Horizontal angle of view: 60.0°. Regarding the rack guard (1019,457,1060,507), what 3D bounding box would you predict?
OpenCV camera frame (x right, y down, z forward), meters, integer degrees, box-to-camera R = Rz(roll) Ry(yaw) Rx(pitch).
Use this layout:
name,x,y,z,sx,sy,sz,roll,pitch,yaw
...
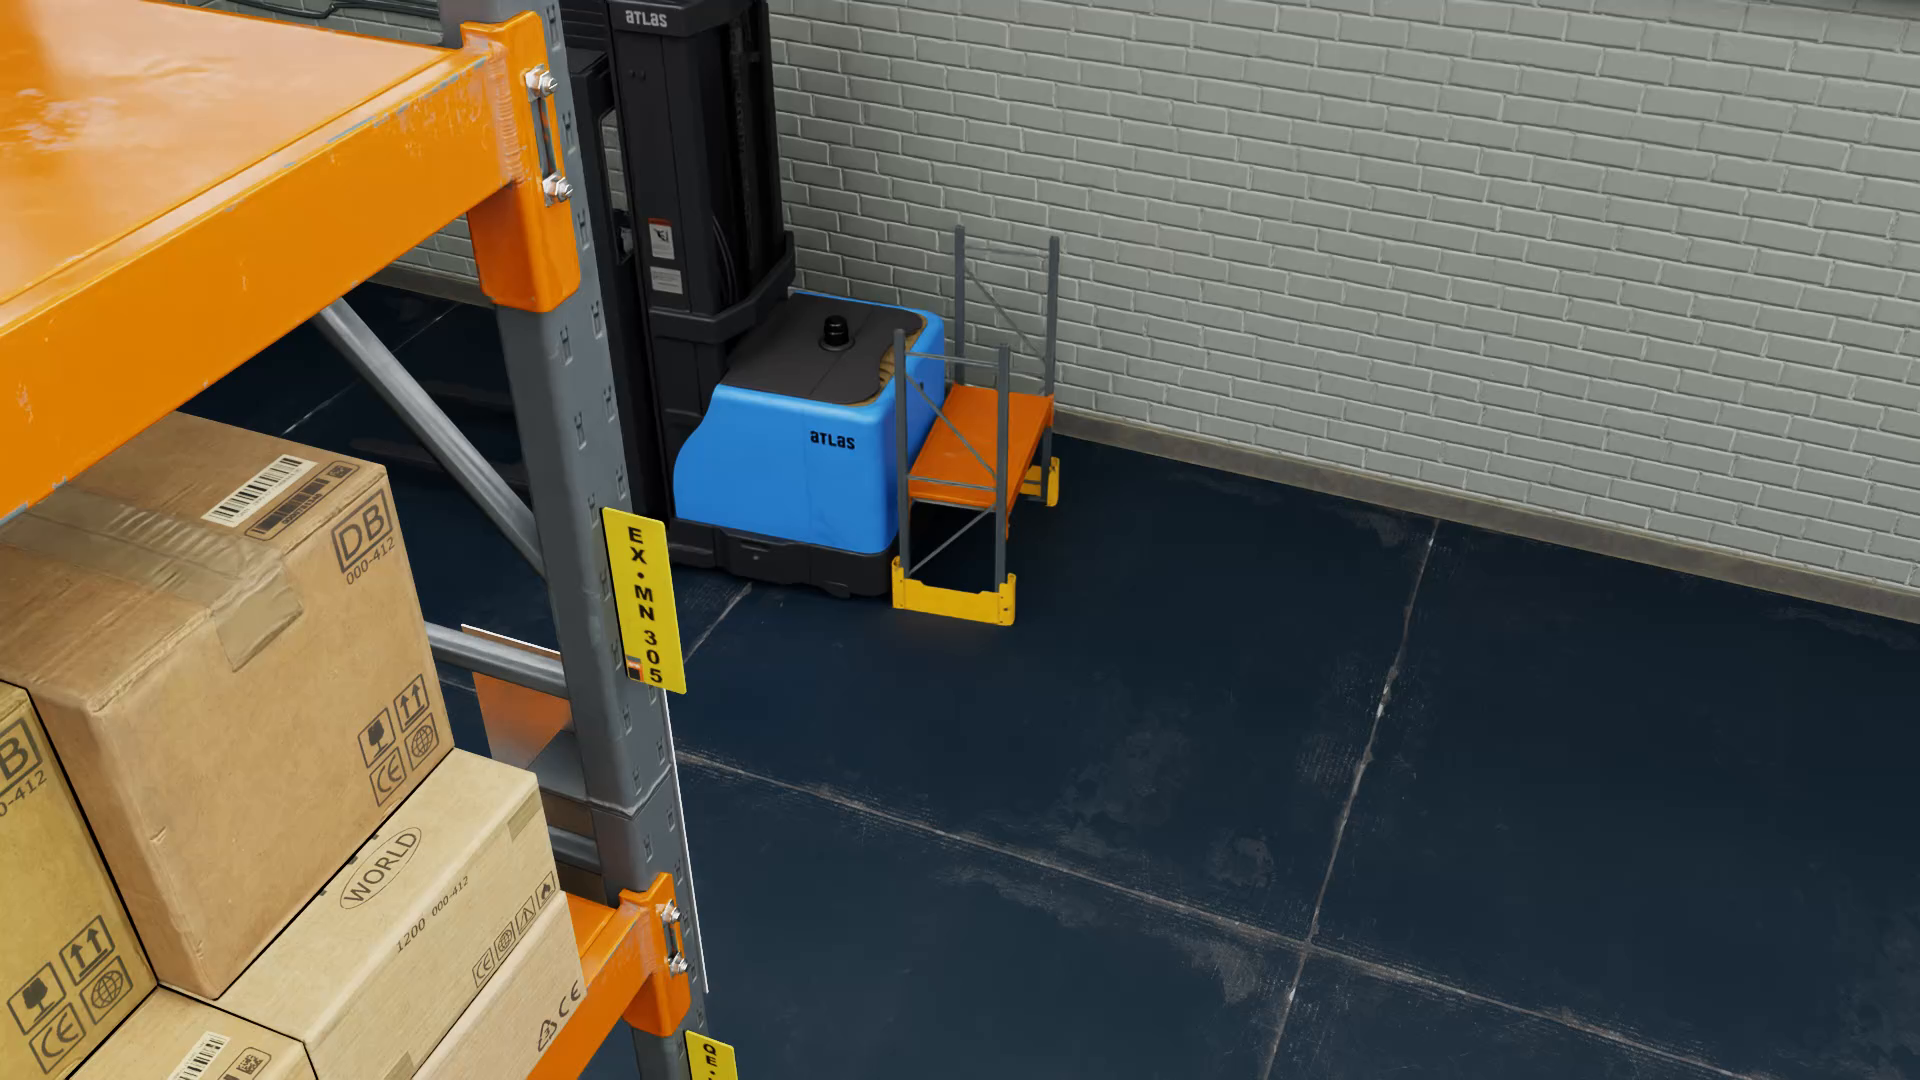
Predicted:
name,x,y,z,sx,sy,sz,roll,pitch,yaw
rack guard,0.219,-0.337,8.594,0.587,0.250,0.087,9,38,12

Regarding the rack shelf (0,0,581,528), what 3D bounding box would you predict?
name,x,y,z,sx,sy,sz,roll,pitch,yaw
rack shelf,-1.734,0.507,0.760,1.077,0.370,4.000,14,39,18

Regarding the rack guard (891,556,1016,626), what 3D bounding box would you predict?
name,x,y,z,sx,sy,sz,roll,pitch,yaw
rack guard,-0.031,0.240,7.822,0.587,0.250,0.087,9,38,12

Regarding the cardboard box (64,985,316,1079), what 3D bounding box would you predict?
name,x,y,z,sx,sy,sz,roll,pitch,yaw
cardboard box,-1.123,0.791,1.990,0.500,0.250,0.500,14,39,18

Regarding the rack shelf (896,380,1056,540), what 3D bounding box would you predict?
name,x,y,z,sx,sy,sz,roll,pitch,yaw
rack shelf,0.092,-0.400,7.934,0.538,0.185,1.000,9,38,12

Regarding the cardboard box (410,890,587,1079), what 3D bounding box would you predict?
name,x,y,z,sx,sy,sz,roll,pitch,yaw
cardboard box,-0.925,0.717,2.507,0.500,0.250,0.500,14,39,18

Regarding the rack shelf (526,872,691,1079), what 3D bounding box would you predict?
name,x,y,z,sx,sy,sz,roll,pitch,yaw
rack shelf,-1.734,1.707,1.657,1.077,0.370,4.000,14,39,18

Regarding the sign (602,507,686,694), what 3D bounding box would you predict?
name,x,y,z,sx,sy,sz,roll,pitch,yaw
sign,-0.468,0.095,2.474,0.100,0.325,0.005,14,39,18

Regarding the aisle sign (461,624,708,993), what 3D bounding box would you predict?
name,x,y,z,sx,sy,sz,roll,pitch,yaw
aisle sign,-0.664,0.504,3.000,0.394,0.787,0.004,14,39,18

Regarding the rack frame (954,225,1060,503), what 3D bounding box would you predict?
name,x,y,z,sx,sy,sz,roll,pitch,yaw
rack frame,0.219,-0.839,8.221,0.500,1.500,0.032,9,38,12

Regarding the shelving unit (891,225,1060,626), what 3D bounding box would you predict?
name,x,y,z,sx,sy,sz,roll,pitch,yaw
shelving unit,0.094,-0.549,7.834,0.587,1.500,1.083,9,38,12

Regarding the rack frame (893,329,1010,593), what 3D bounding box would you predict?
name,x,y,z,sx,sy,sz,roll,pitch,yaw
rack frame,-0.036,-0.249,7.432,0.500,1.500,0.032,9,38,12

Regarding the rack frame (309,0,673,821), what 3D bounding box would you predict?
name,x,y,z,sx,sy,sz,roll,pitch,yaw
rack frame,-0.973,-0.890,2.025,1.000,3.000,0.127,14,39,18

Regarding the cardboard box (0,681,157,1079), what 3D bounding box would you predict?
name,x,y,z,sx,sy,sz,roll,pitch,yaw
cardboard box,-1.422,0.417,1.864,0.700,0.500,0.500,14,39,18

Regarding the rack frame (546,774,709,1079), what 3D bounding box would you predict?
name,x,y,z,sx,sy,sz,roll,pitch,yaw
rack frame,-0.973,1.513,3.821,1.000,3.000,0.127,14,39,18

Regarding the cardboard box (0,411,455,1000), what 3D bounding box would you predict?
name,x,y,z,sx,sy,sz,roll,pitch,yaw
cardboard box,-1.154,0.160,2.208,0.700,0.500,0.500,14,39,18

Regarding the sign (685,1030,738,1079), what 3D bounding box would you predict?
name,x,y,z,sx,sy,sz,roll,pitch,yaw
sign,-0.468,1.061,3.196,0.100,0.325,0.005,14,39,18

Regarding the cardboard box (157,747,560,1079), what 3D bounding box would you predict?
name,x,y,z,sx,sy,sz,roll,pitch,yaw
cardboard box,-0.933,0.514,2.360,0.500,0.250,0.500,14,39,18

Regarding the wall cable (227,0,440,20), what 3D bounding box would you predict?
name,x,y,z,sx,sy,sz,roll,pitch,yaw
wall cable,-3.073,-3.822,8.542,3.097,2.526,0.112,14,39,18

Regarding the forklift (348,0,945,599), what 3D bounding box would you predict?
name,x,y,z,sx,sy,sz,roll,pitch,yaw
forklift,-1.637,-1.406,7.785,3.031,2.935,1.130,11,38,14
